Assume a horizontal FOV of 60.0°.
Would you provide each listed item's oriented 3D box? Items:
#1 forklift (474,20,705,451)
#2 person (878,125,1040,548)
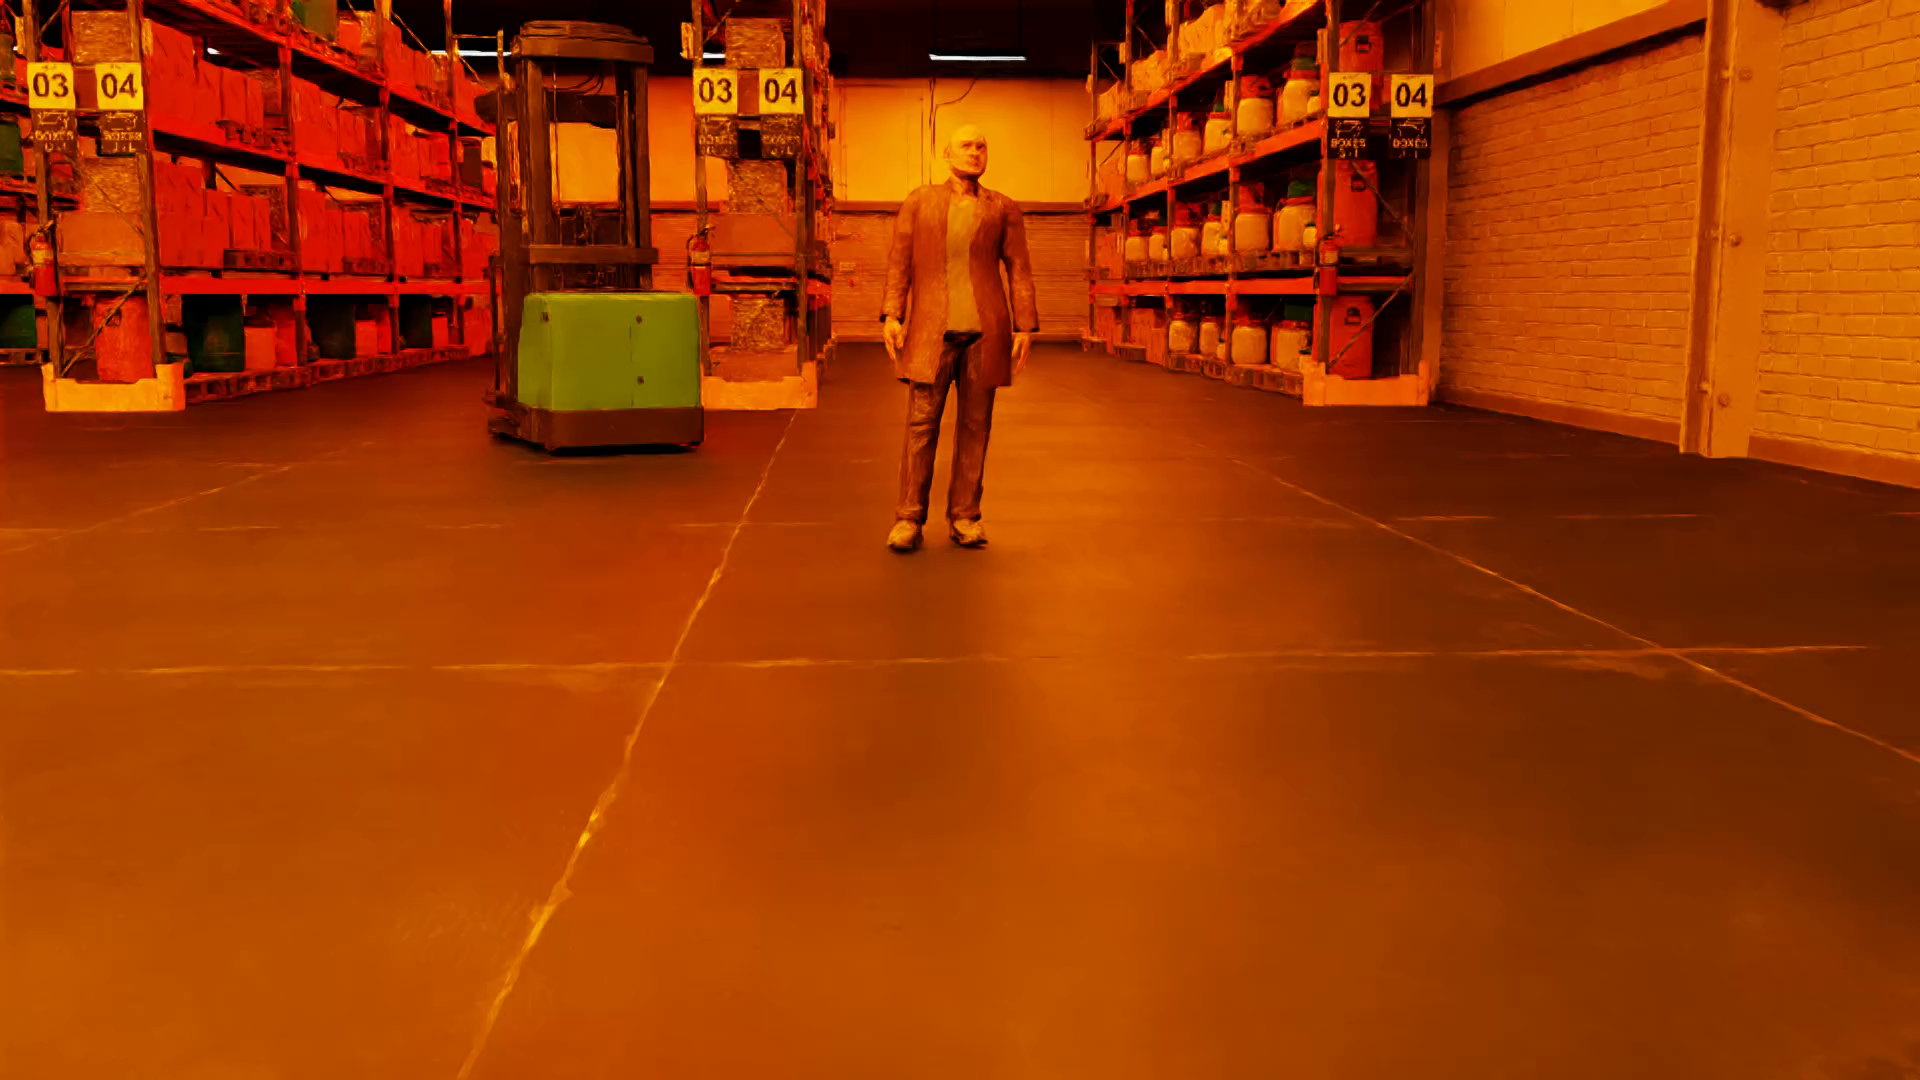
[{"bbox_3d":[-2.898,-2.218,12.270,1.130,2.935,3.031,-4,10,-28],"label":"forklift"},{"bbox_3d":[0.001,-0.873,7.088,0.694,1.776,0.580,-1,8,-4],"label":"person"}]
